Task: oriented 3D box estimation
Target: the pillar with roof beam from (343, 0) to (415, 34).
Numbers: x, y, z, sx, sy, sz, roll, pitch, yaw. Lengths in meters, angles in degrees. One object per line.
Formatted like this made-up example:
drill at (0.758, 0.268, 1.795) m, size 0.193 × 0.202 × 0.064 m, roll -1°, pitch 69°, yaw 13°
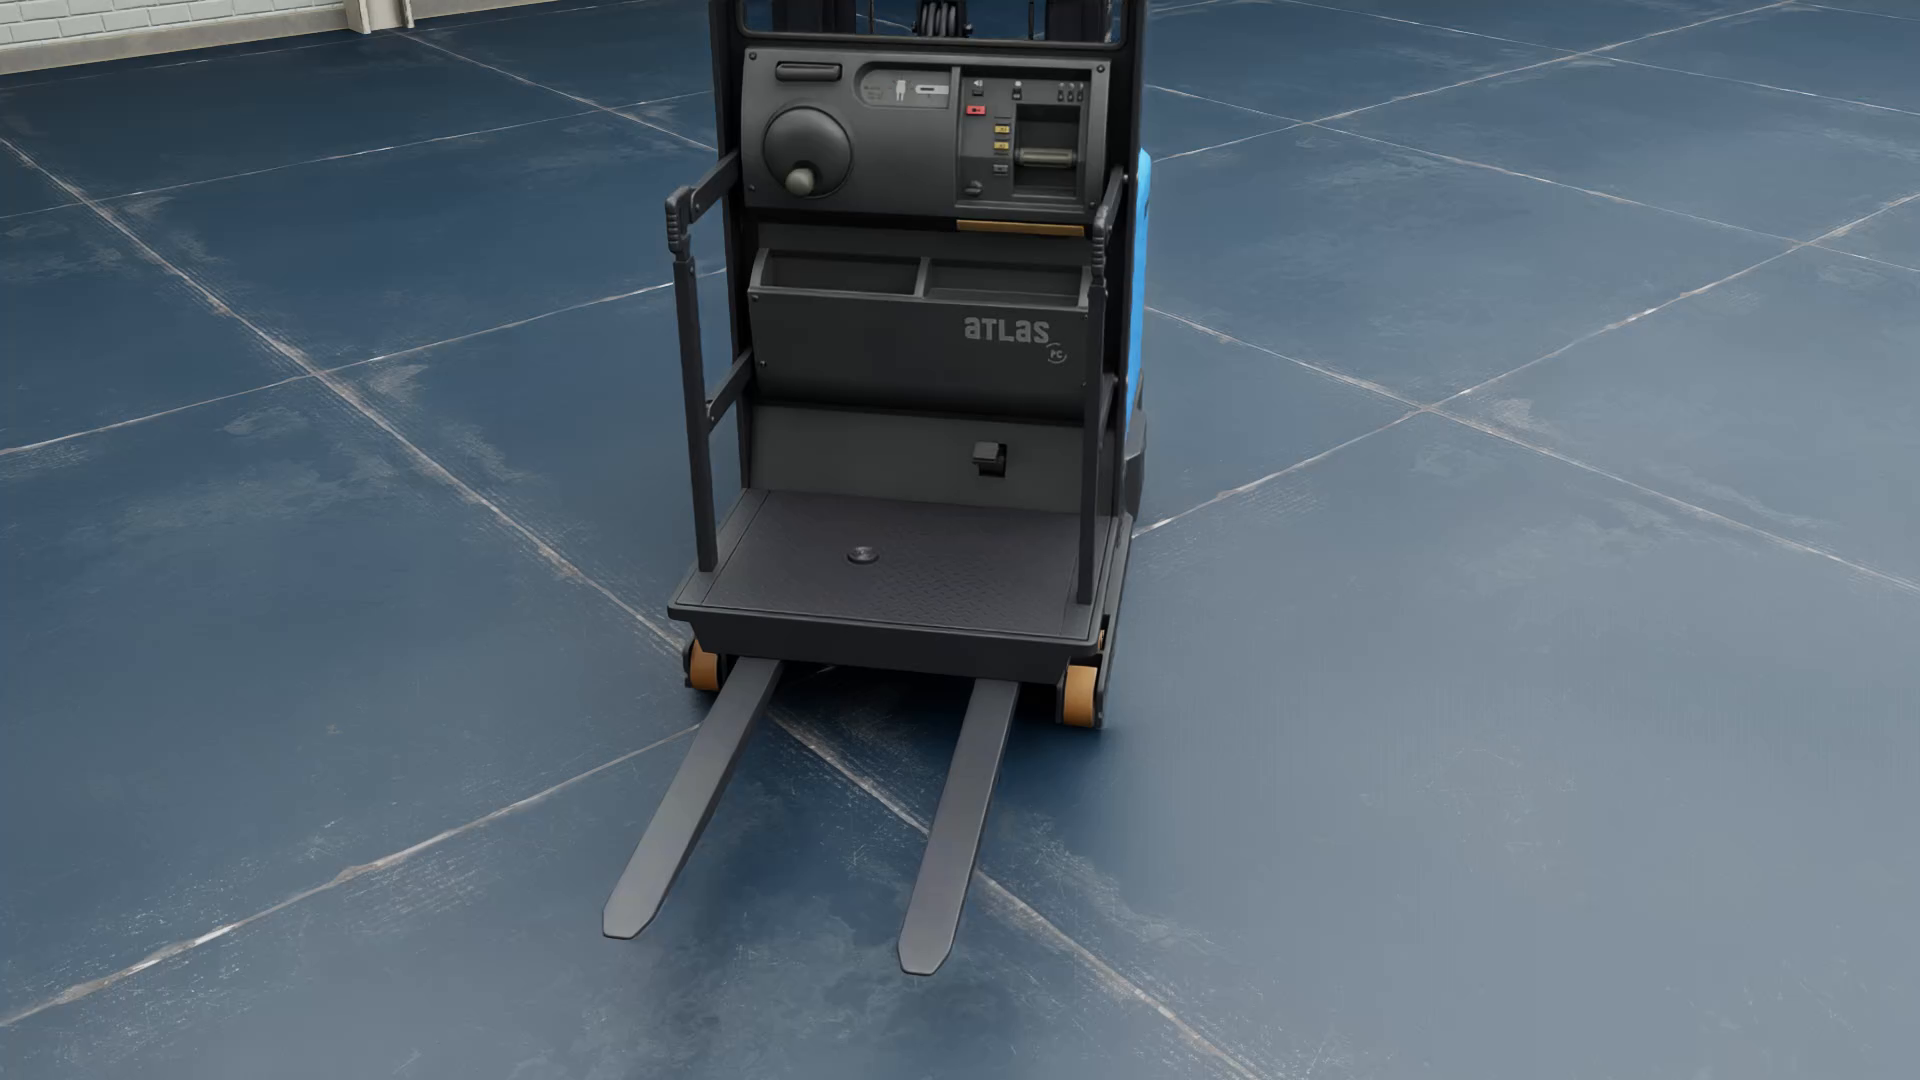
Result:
pillar with roof beam at (-1.526, -6.251, 7.399) m, size 0.400 × 9.000 × 9.100 m, roll -22°, pitch 35°, yaw -35°

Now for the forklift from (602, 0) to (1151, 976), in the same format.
forklift at (-0.127, -0.987, 3.987) m, size 1.130 × 2.935 × 3.031 m, roll 5°, pitch 28°, yaw 9°
